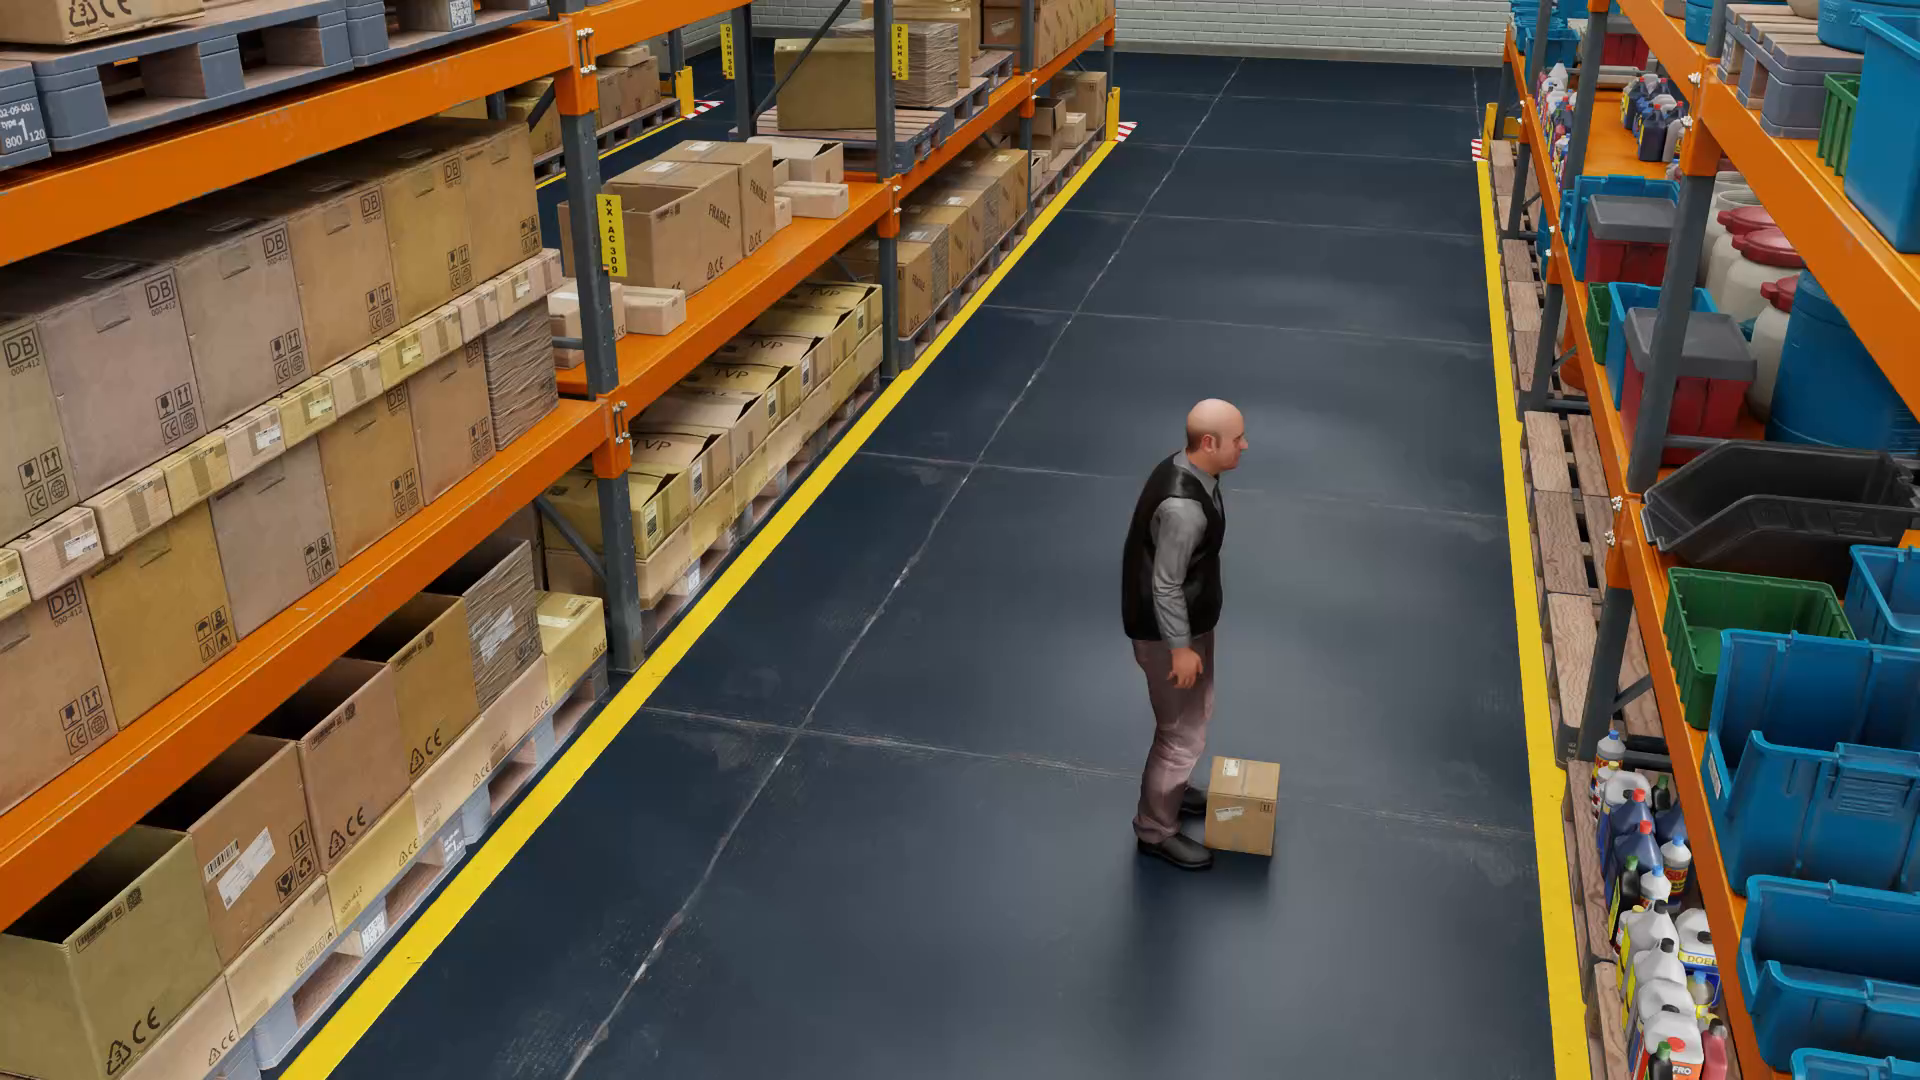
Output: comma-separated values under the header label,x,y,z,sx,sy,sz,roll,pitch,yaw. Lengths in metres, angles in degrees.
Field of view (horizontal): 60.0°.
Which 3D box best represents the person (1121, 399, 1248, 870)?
label,x,y,z,sx,sy,sz,roll,pitch,yaw
person,0.785,0.307,5.983,0.420,1.721,0.581,6,26,13
